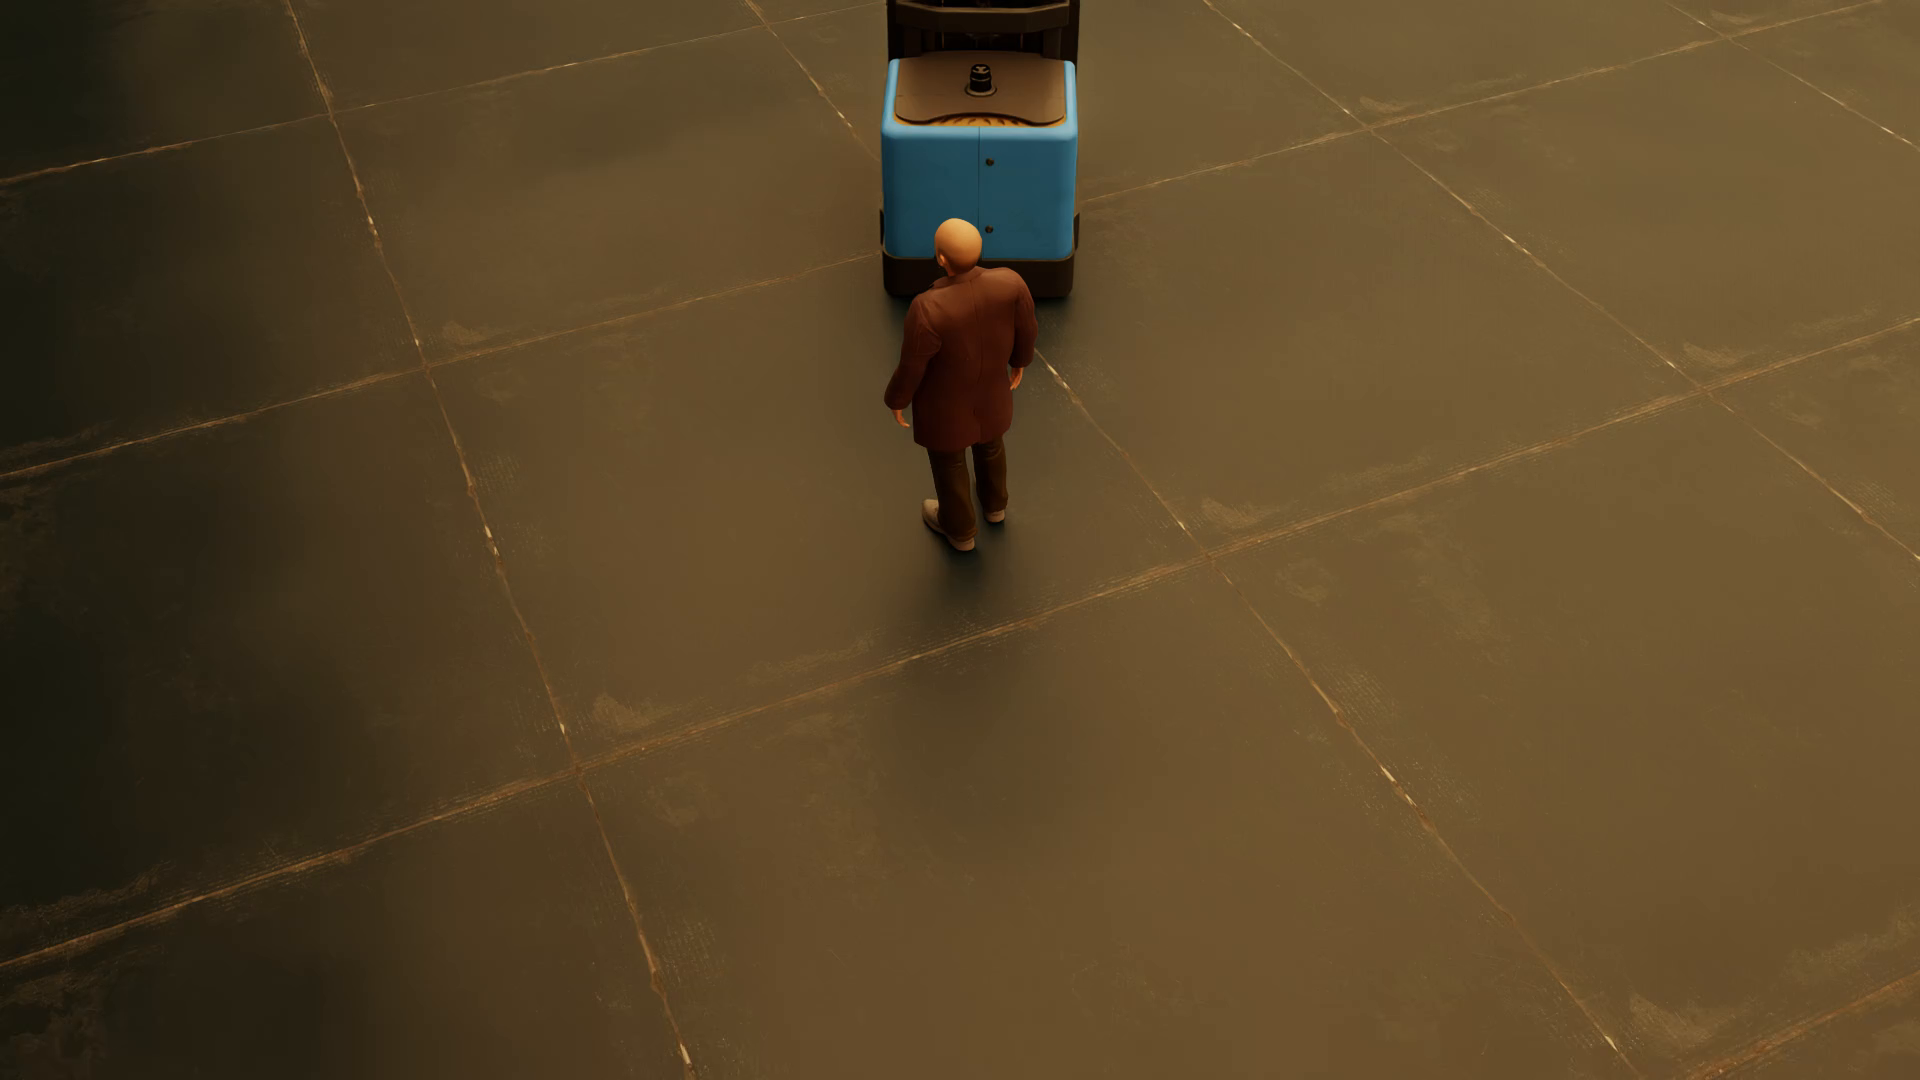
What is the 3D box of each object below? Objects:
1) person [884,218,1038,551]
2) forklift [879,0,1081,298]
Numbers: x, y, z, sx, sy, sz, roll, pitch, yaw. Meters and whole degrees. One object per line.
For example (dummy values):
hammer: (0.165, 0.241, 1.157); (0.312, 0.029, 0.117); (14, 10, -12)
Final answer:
person: (-0.034, -0.713, 7.278); (0.696, 1.776, 0.582); (-18, 46, -18)
forklift: (0.138, -3.393, 9.316); (1.130, 2.935, 3.031); (1, 43, 1)
